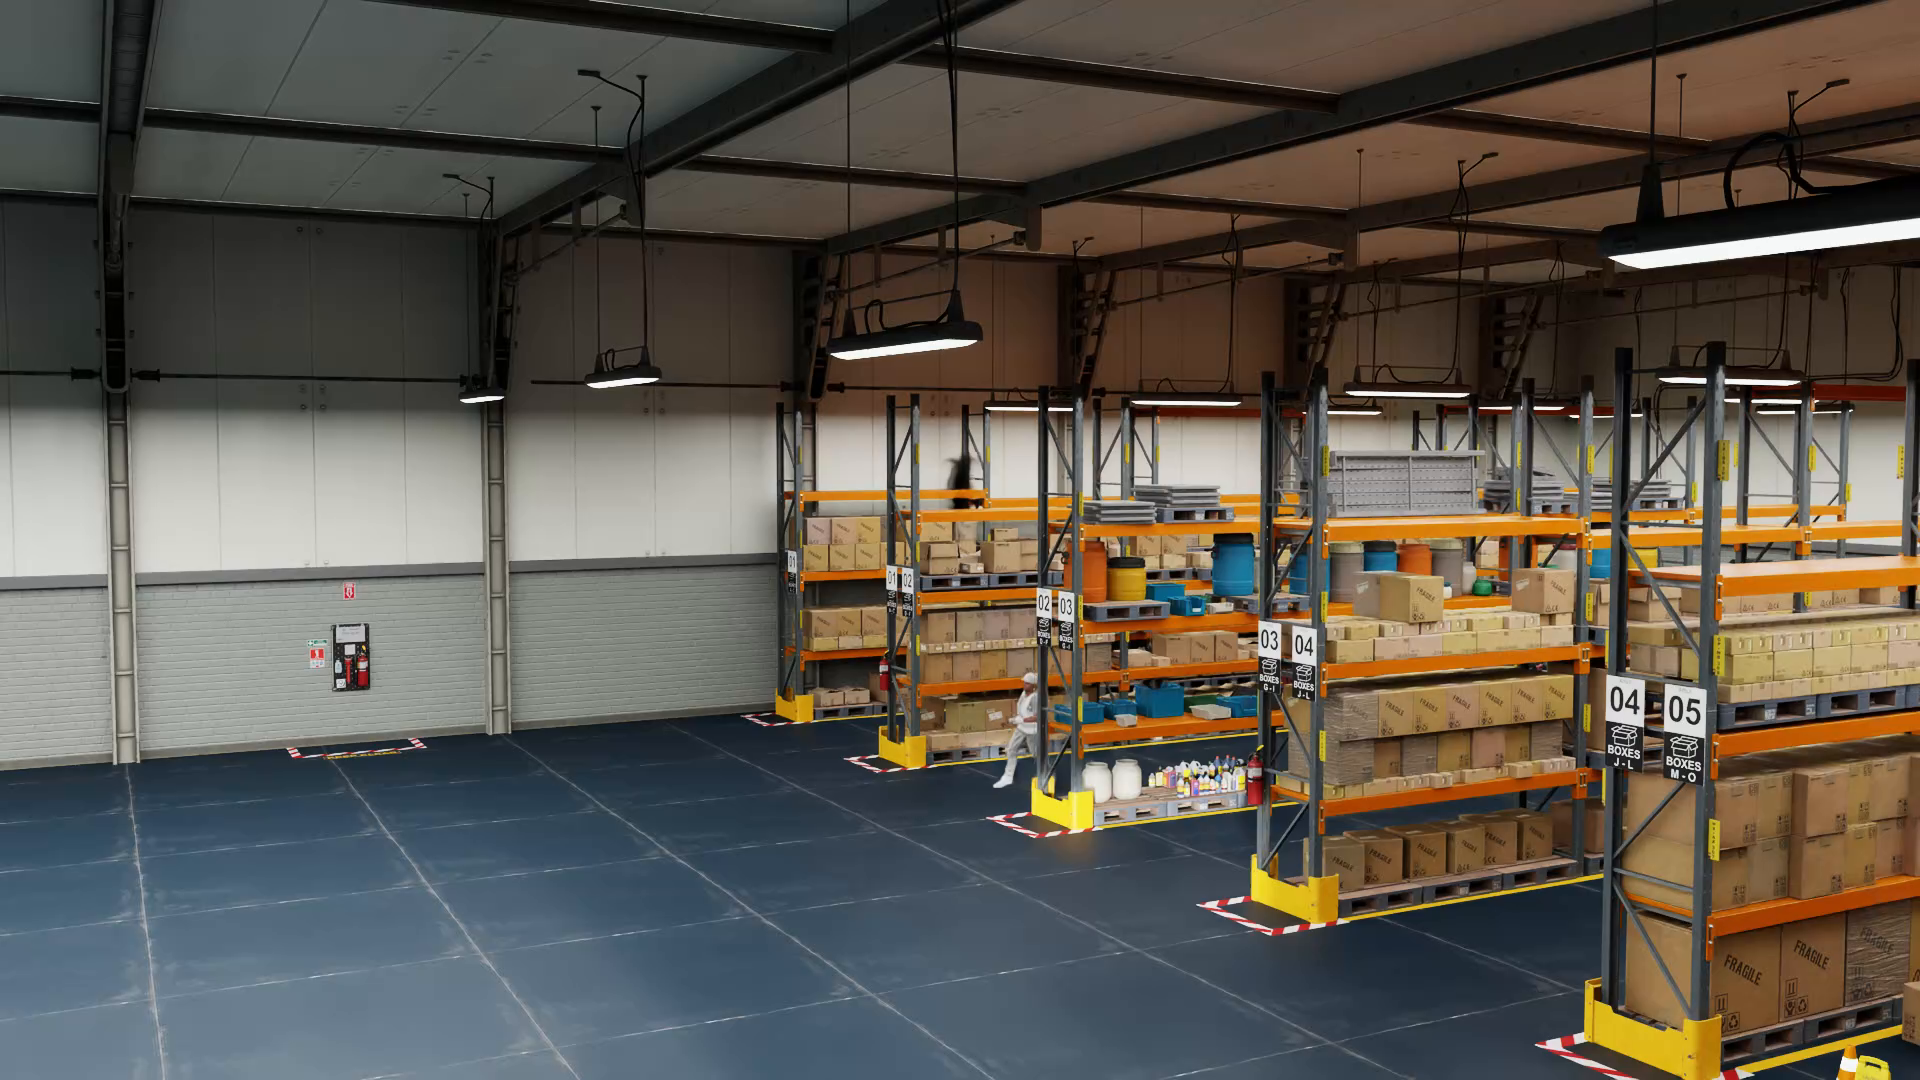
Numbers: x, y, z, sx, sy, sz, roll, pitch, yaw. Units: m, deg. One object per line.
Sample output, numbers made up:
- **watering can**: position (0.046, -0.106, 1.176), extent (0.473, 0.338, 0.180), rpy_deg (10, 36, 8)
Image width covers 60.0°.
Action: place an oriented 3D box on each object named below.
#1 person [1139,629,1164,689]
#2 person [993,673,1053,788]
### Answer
- **person**: position (3.738, 2.501, 32.087), extent (0.661, 1.708, 0.655), rpy_deg (-2, 4, -32)
- **person**: position (1.049, 2.844, 24.863), extent (0.922, 1.752, 0.718), rpy_deg (-2, 4, -30)
